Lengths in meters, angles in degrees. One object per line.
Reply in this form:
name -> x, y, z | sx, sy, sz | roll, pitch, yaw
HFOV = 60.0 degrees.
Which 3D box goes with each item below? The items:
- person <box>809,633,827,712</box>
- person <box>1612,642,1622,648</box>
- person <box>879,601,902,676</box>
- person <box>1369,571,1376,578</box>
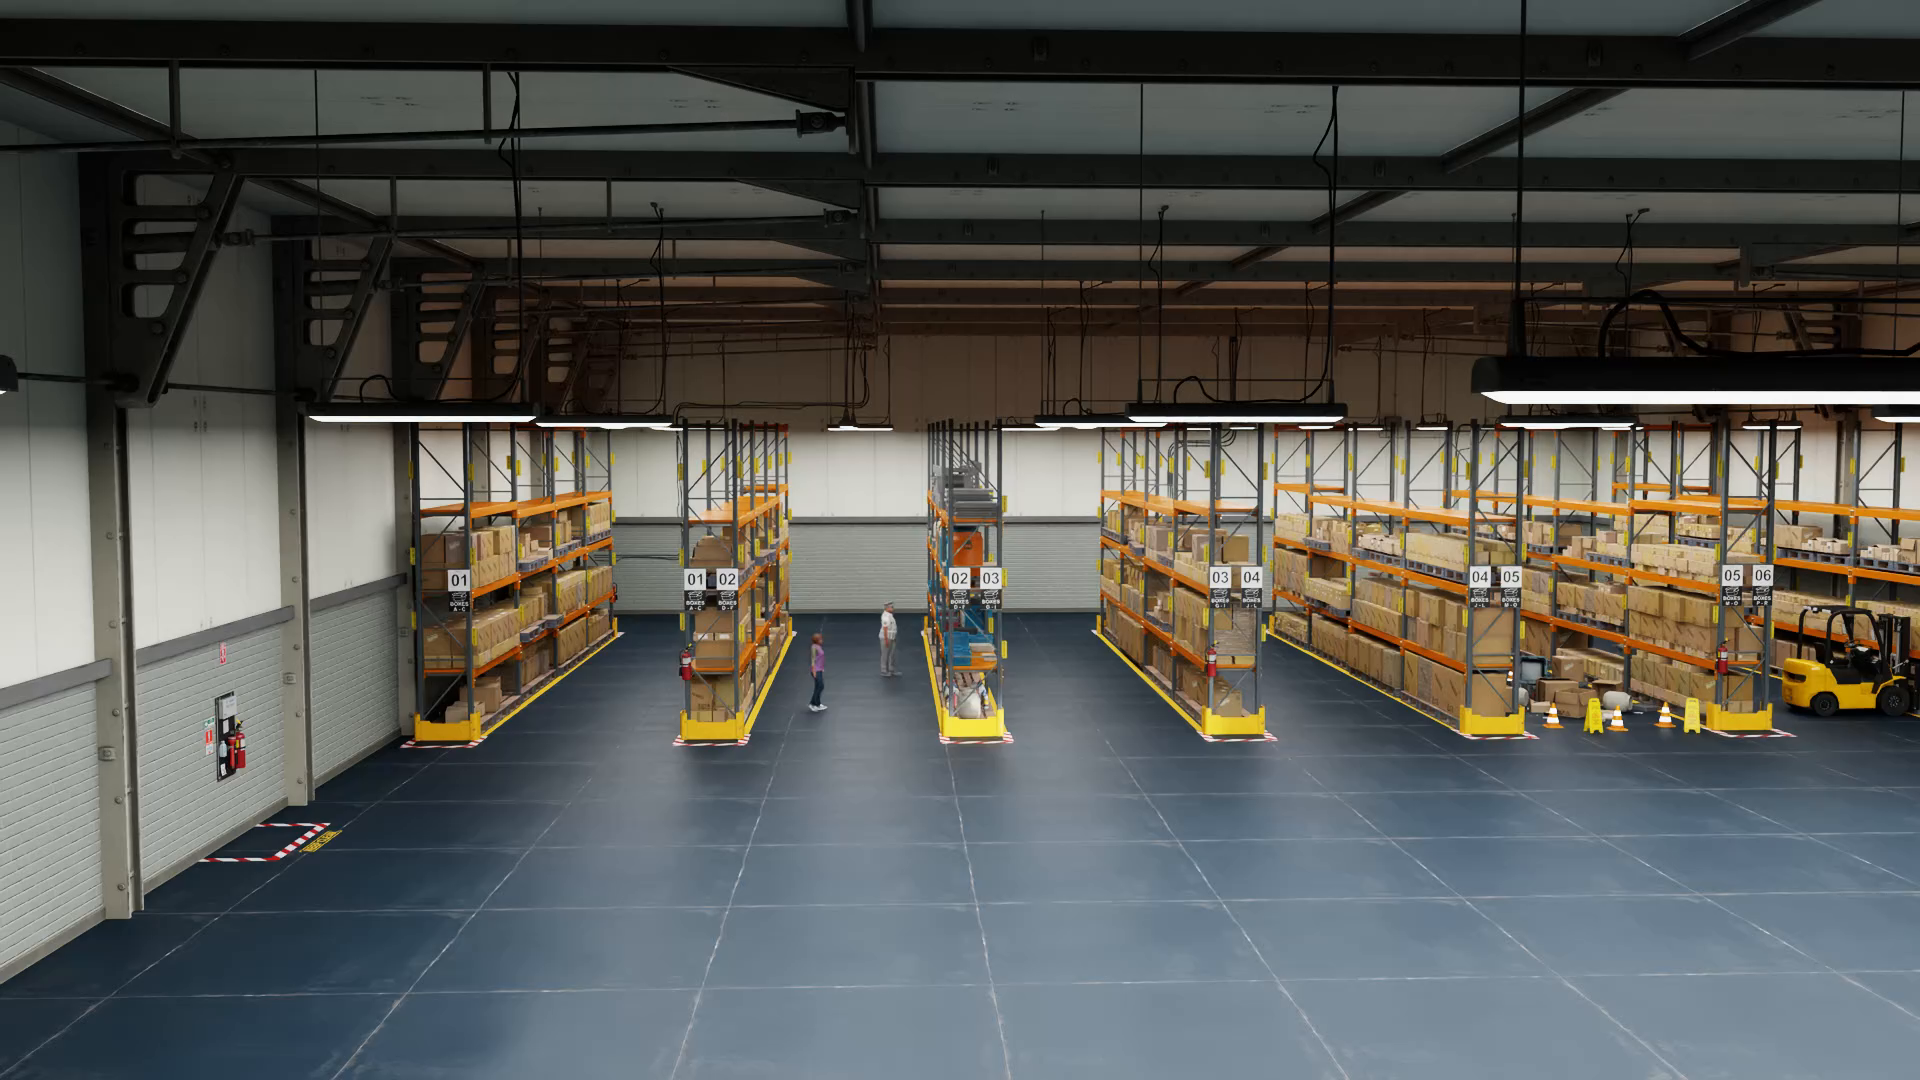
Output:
person -> -2.939, 2.728, 34.451 | 0.356, 1.609, 0.467 | 0, 4, 7
person -> 17.434, 1.992, 44.212 | 0.605, 1.820, 0.511 | -2, 4, -24
person -> -1.667, 2.327, 39.258 | 0.492, 1.769, 0.560 | 1, 4, 12
person -> 12.277, 1.738, 49.660 | 0.425, 1.606, 0.430 | -1, 4, -19
